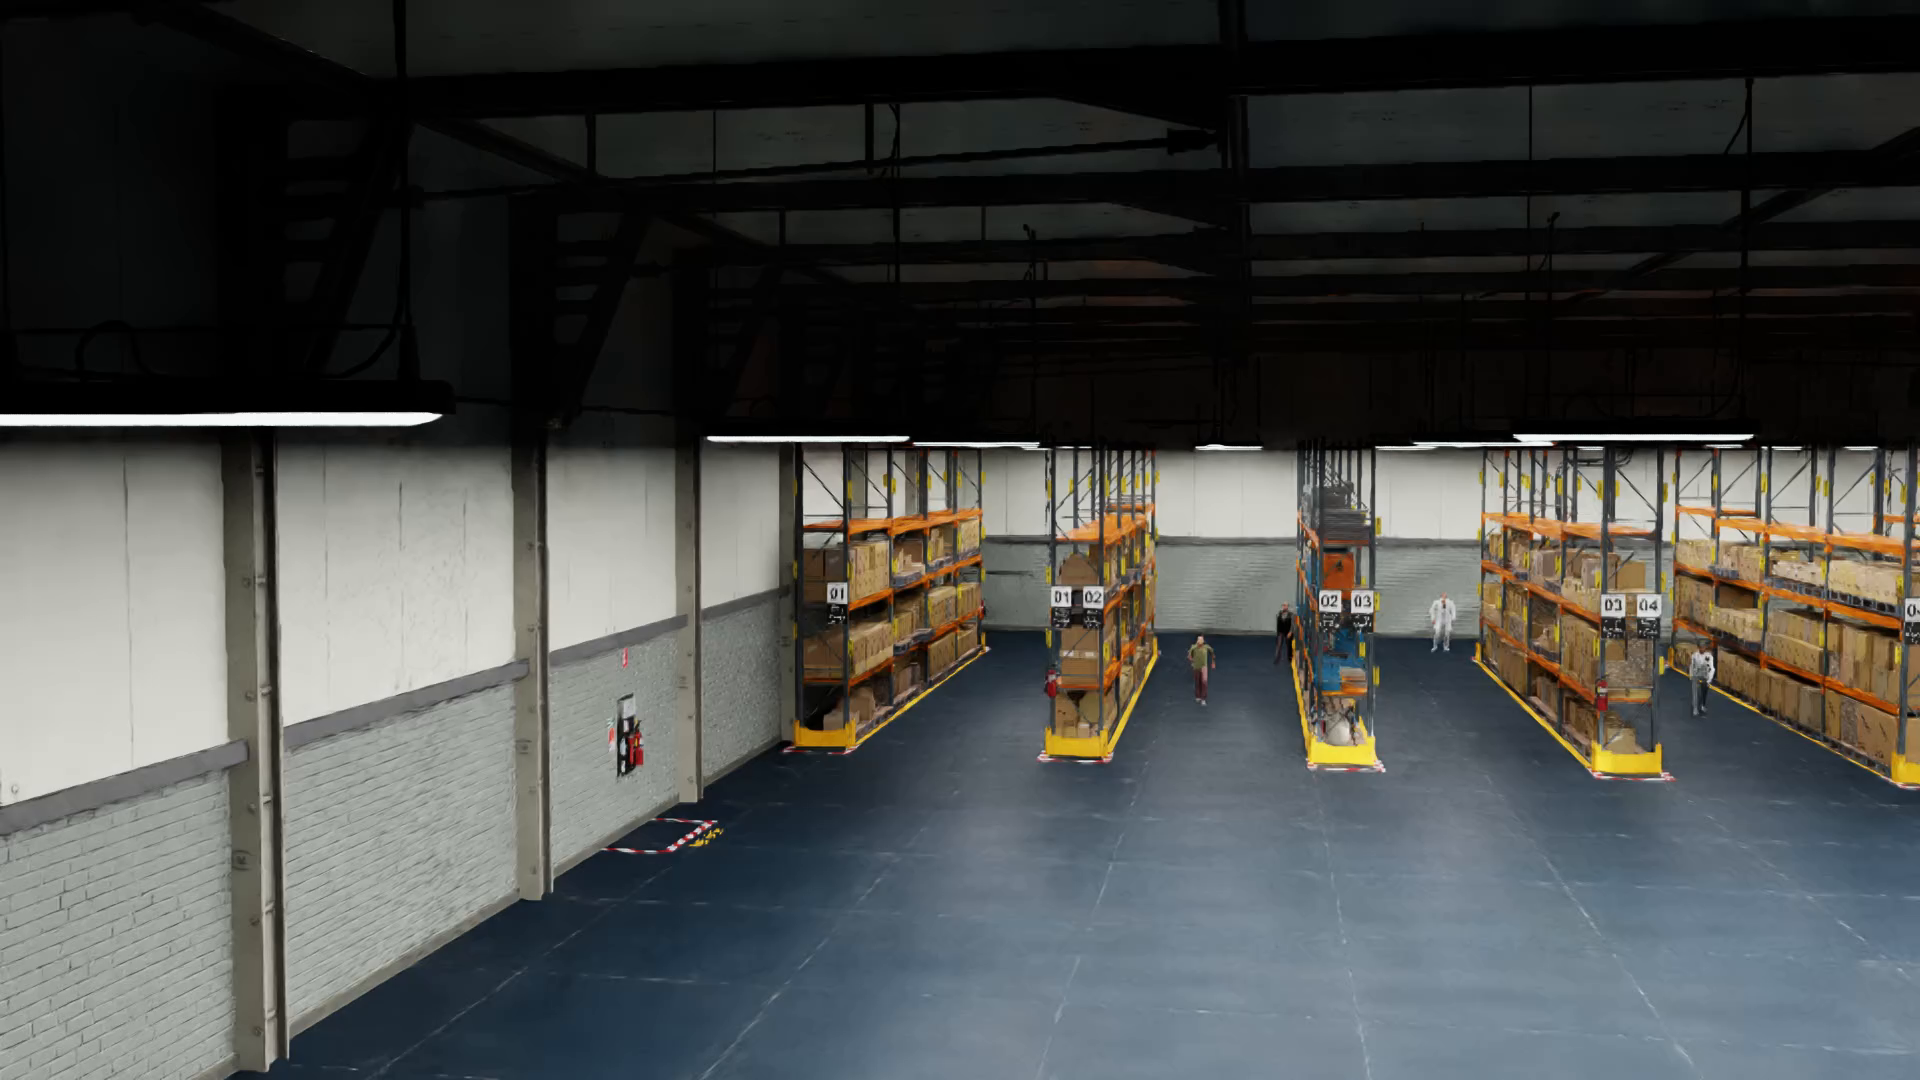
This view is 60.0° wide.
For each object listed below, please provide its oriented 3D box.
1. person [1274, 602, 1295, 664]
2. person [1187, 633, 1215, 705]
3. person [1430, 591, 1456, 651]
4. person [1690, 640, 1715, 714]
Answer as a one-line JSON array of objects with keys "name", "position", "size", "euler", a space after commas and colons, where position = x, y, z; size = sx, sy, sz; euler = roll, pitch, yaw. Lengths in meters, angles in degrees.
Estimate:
[{"name": "person", "position": [8.814, 2.500, 45.060], "size": [0.539, 1.663, 1.033], "euler": [1, 3, 20]}, {"name": "person", "position": [5.489, 2.912, 37.936], "size": [0.603, 1.600, 0.799], "euler": [1, 3, 15]}, {"name": "person", "position": [13.893, 2.332, 47.856], "size": [0.729, 1.732, 0.546], "euler": [0, 3, 9]}, {"name": "person", "position": [16.174, 2.974, 36.274], "size": [0.457, 1.621, 0.989], "euler": [1, 3, 19]}]
